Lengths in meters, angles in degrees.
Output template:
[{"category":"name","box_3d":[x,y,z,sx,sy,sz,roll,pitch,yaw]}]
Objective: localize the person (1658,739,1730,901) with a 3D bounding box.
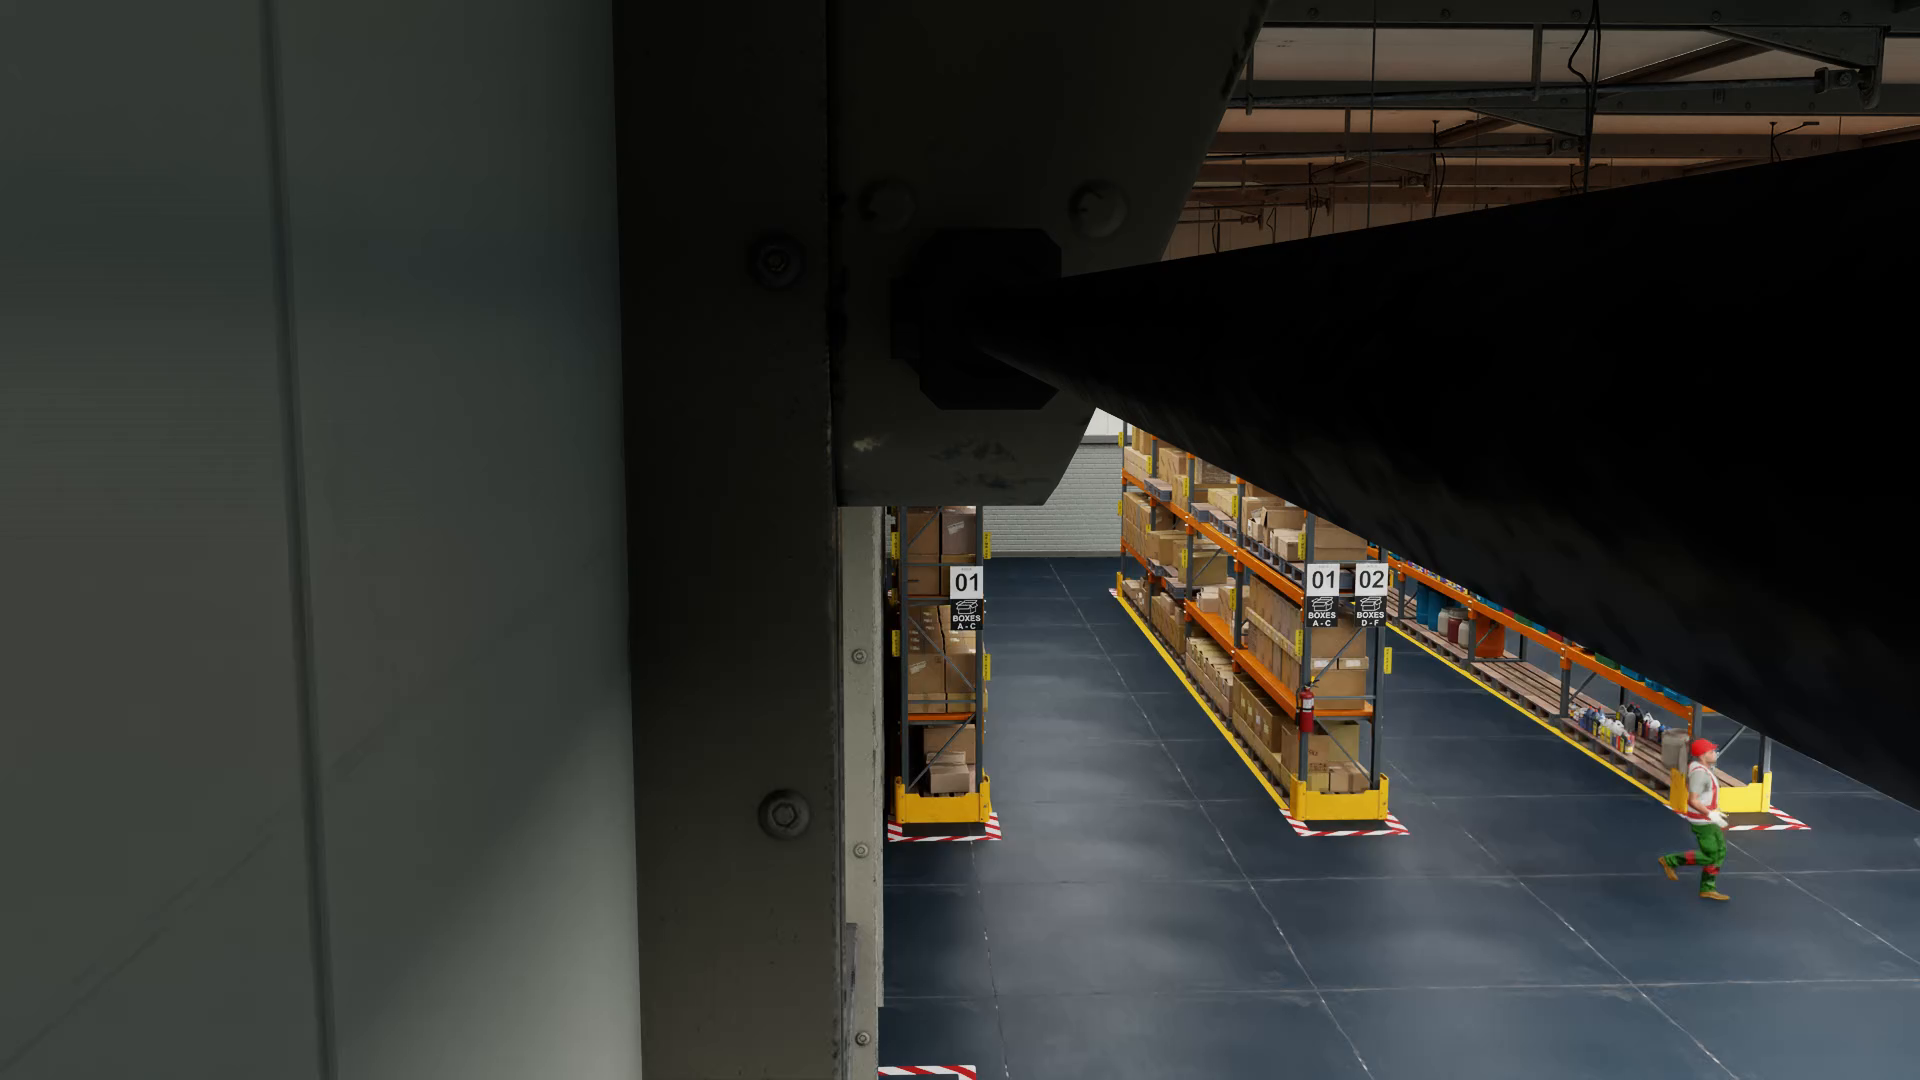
[{"category":"person","box_3d":[7.914,2.985,17.843,0.731,1.747,0.645,3,9,23]}]
